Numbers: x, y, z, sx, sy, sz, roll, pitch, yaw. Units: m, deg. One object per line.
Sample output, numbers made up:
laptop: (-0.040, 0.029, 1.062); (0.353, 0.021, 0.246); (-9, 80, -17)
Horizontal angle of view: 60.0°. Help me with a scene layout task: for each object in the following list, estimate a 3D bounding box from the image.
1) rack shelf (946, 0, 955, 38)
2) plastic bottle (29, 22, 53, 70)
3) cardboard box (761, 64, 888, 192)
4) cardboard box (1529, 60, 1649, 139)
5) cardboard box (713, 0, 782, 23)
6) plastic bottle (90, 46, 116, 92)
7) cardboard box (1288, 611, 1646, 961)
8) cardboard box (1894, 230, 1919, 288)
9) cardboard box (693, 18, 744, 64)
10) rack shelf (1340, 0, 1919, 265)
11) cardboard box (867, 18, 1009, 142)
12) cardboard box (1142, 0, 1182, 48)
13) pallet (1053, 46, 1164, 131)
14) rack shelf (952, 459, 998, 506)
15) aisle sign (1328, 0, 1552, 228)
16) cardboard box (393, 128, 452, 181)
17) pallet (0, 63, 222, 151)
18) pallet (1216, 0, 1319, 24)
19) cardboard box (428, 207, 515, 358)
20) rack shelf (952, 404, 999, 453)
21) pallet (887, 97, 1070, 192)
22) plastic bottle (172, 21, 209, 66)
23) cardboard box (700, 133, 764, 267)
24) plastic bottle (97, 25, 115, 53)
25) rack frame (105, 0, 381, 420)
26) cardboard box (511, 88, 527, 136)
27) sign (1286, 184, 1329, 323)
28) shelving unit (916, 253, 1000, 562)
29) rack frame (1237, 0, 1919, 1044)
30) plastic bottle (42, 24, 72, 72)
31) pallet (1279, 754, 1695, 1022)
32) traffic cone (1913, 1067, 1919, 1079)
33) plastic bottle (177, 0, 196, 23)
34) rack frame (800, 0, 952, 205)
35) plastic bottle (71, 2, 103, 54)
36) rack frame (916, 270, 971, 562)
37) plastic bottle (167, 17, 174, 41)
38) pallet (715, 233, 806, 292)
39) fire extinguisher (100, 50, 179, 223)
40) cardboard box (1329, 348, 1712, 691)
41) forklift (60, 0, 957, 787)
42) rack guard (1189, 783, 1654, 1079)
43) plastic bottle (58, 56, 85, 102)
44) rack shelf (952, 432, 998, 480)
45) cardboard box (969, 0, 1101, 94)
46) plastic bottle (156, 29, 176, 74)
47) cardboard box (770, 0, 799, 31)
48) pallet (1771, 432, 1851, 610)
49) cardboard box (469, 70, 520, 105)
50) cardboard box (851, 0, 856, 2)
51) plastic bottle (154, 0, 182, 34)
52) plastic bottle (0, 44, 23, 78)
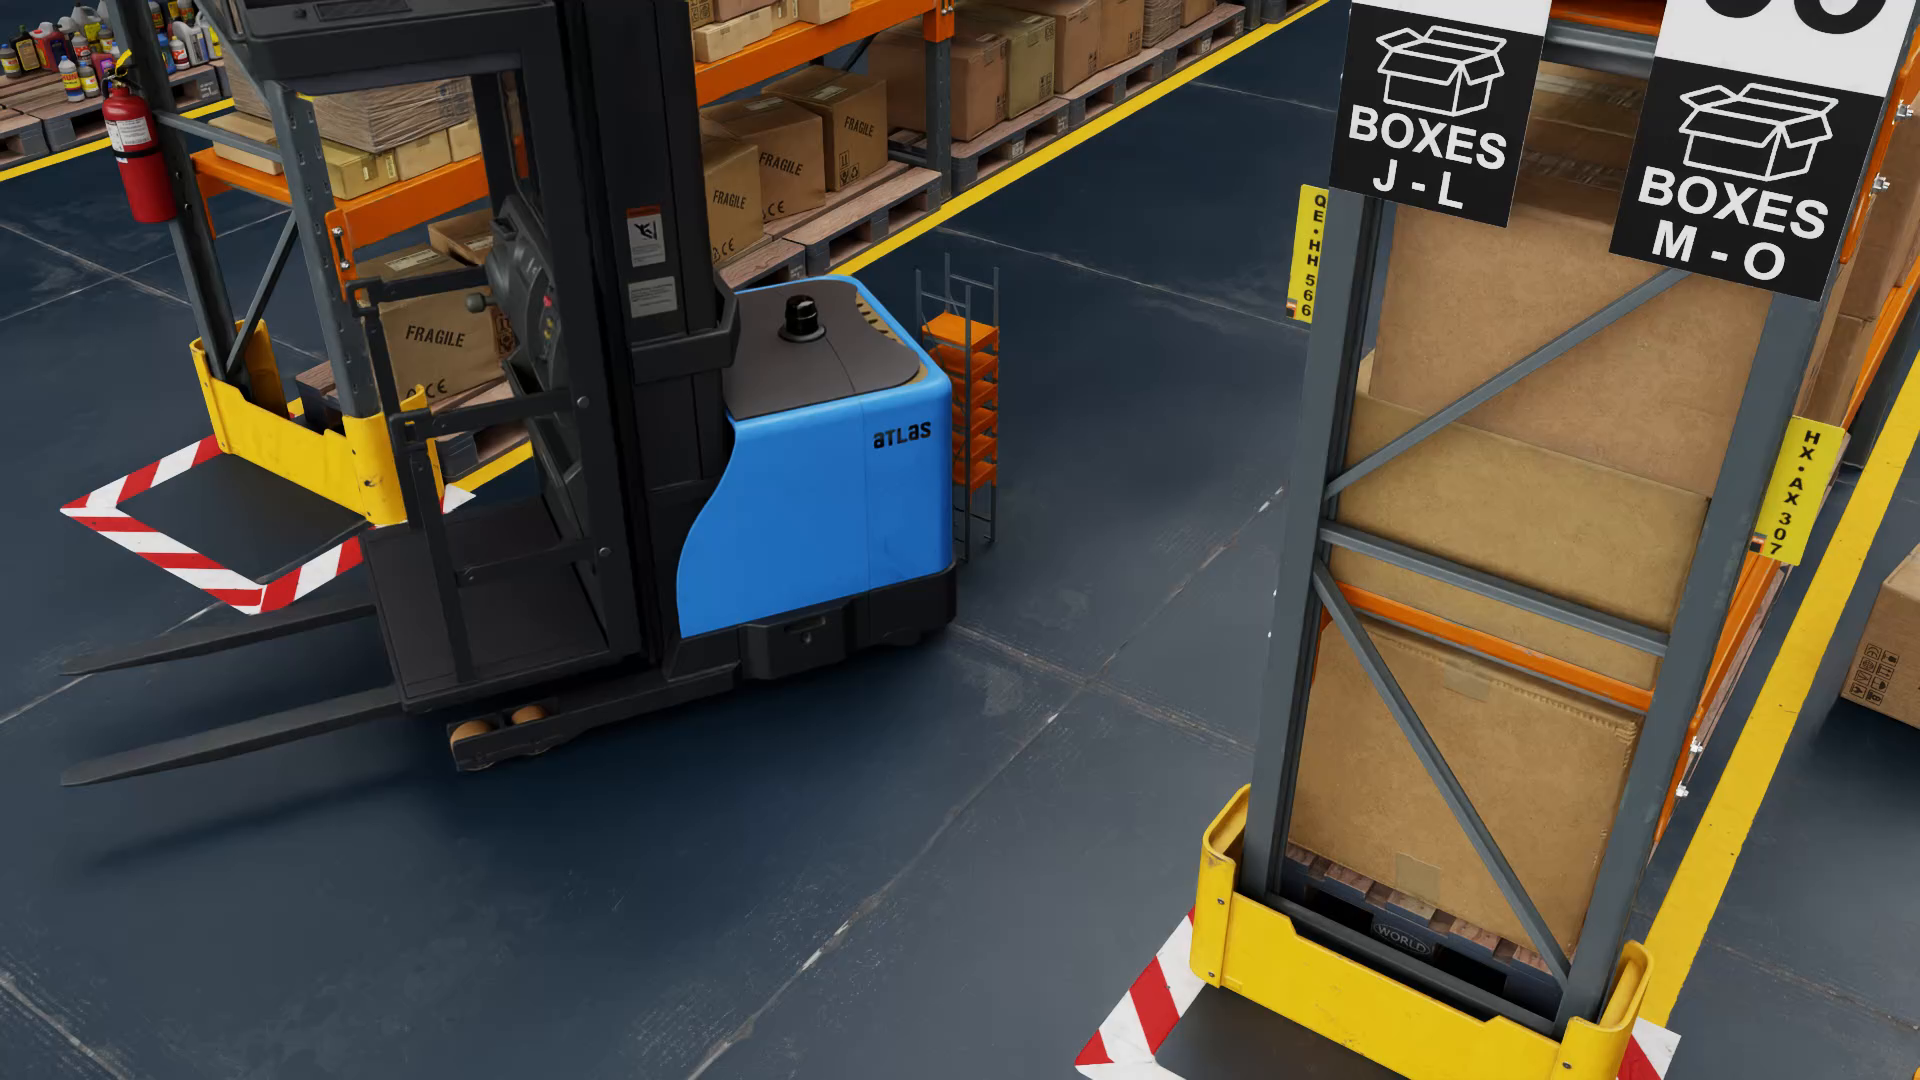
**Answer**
rack shelf: (0.646, -3.980, 10.599); (1.077, 0.370, 4.000); (21, 39, 28)
plastic bottle: (-5.991, -3.245, 10.909); (0.152, 0.276, 0.135); (22, 40, 29)
cardboard box: (-0.756, -2.325, 9.366); (0.500, 0.500, 0.500); (20, 39, 27)
cardboard box: (1.723, -0.836, 4.211); (0.875, 0.550, 0.550); (21, 39, 28)
cardboard box: (-1.318, -2.853, 7.937); (0.875, 0.500, 0.500); (21, 39, 28)
plastic bottle: (-5.410, -2.989, 10.524); (0.061, 0.283, 0.133); (22, 40, 29)
cardboard box: (1.574, 0.487, 4.874); (0.875, 0.875, 0.875); (21, 40, 28)
cardboard box: (3.027, -1.355, 5.942); (0.875, 0.550, 0.550); (21, 39, 28)
cardboard box: (-1.243, -2.375, 7.808); (0.380, 0.149, 0.250); (21, 39, 28)
rack shelf: (2.382, -1.751, 4.626); (1.077, 0.370, 4.000); (21, 39, 28)
cardboard box: (-0.127, -2.780, 10.022); (0.700, 0.500, 0.500); (18, 38, 25)
cardboard box: (1.115, -3.771, 11.487); (0.700, 0.500, 0.500); (18, 38, 24)
pallet: (0.643, -3.125, 11.182); (1.003, 0.211, 1.213); (21, 39, 28)
rack shelf: (-0.008, -0.255, 6.563); (0.258, 0.103, 0.180); (21, 39, 28)
aisle sign: (0.955, -1.026, 3.269); (0.394, 0.787, 0.004); (21, 39, 28)
cardboard box: (-2.259, -1.576, 6.628); (0.380, 0.149, 0.250); (21, 39, 28)
pallet: (-5.676, -2.925, 10.886); (1.003, 0.211, 1.213); (21, 39, 28)
pallet: (2.298, -4.382, 13.041); (1.003, 0.211, 1.213); (21, 39, 28)
cardboard box: (-2.093, -1.223, 7.737); (0.500, 0.500, 0.500); (-25, 41, -32)
rack shelf: (-0.008, -0.454, 6.429); (0.258, 0.103, 0.180); (21, 39, 28)
pallet: (-0.052, -2.561, 10.349); (1.003, 0.211, 1.213); (21, 39, 28)
plastic bottle: (-5.083, -3.294, 10.983); (0.152, 0.276, 0.135); (22, 40, 29)
cardboard box: (-1.365, -1.748, 8.513); (0.500, 0.500, 0.500); (18, 38, 24)
plastic bottle: (-5.697, -3.337, 11.112); (0.097, 0.201, 0.097); (0, 34, 0)
rack frame: (-2.775, -1.517, 6.315); (1.000, 3.000, 0.127); (21, 39, 28)
cardboard box: (-1.978, -1.808, 6.971); (0.380, 0.149, 0.250); (21, 39, 28)
sign: (0.804, -0.643, 3.778); (0.100, 0.325, 0.005); (21, 39, 28)
shelving unit: (-0.008, -0.490, 6.404); (0.258, 1.200, 0.189); (21, 39, 28)
rack frame: (1.242, 0.114, 3.903); (1.000, 3.000, 0.127); (21, 39, 28)
plastic bottle: (-5.903, -3.214, 10.857); (0.061, 0.283, 0.133); (21, 39, 28)
pallet: (1.633, 0.876, 5.266); (1.003, 0.211, 1.213); (21, 39, 28)
traffic cone: (2.711, 1.374, 4.305); (0.336, 0.463, 0.334); (21, 39, 28)
plastic bottle: (-5.348, -3.647, 11.508); (0.097, 0.271, 0.097); (0, 34, 0)
rack frame: (-0.495, -3.357, 9.037); (1.000, 3.000, 0.127); (21, 39, 28)
plastic bottle: (-5.821, -3.417, 11.098); (0.144, 0.351, 0.185); (23, 40, 30)
rack frame: (-0.060, -0.448, 6.342); (0.240, 1.200, 0.006); (21, 39, 28)
plastic bottle: (-5.171, -3.331, 11.030); (0.061, 0.283, 0.133); (21, 39, 28)
pallet: (-1.543, -1.318, 8.511); (1.003, 0.211, 1.213); (21, 39, 28)
fire extinguisher: (-3.219, -1.579, 6.476); (0.296, 0.674, 0.183); (21, 39, 28)
cardboard box: (1.416, -0.133, 4.135); (0.875, 0.550, 0.550); (21, 39, 28)
forklift: (-1.575, -0.776, 5.281); (3.031, 2.935, 1.130); (-14, 37, -20)
rack guard: (1.228, 1.161, 4.587); (1.175, 0.500, 0.348); (21, 39, 28)
plastic bottle: (-5.554, -2.885, 10.382); (0.097, 0.271, 0.097); (0, 34, 0)
rack shelf: (-0.008, -0.354, 6.496); (0.258, 0.103, 0.180); (21, 39, 28)
cardboard box: (0.479, -3.251, 10.718); (0.700, 0.500, 0.500); (18, 38, 24)
plastic bottle: (-5.186, -3.182, 10.821); (0.097, 0.271, 0.097); (0, 34, 0)
cardboard box: (-1.020, -2.629, 8.184); (0.380, 0.149, 0.250); (21, 39, 28)
pallet: (3.025, -0.246, 6.926); (1.003, 0.211, 1.213); (21, 39, 28)
cardboard box: (-2.253, -2.194, 6.962); (0.875, 0.500, 0.500); (21, 39, 28)
cardboard box: (-0.718, -2.853, 8.515); (0.380, 0.149, 0.250); (21, 39, 28)
plastic bottle: (-5.472, -3.699, 11.513); (0.144, 0.351, 0.185); (20, 39, 26)
plastic bottle: (-6.157, -3.107, 10.772); (0.097, 0.201, 0.097); (0, 34, 0)
